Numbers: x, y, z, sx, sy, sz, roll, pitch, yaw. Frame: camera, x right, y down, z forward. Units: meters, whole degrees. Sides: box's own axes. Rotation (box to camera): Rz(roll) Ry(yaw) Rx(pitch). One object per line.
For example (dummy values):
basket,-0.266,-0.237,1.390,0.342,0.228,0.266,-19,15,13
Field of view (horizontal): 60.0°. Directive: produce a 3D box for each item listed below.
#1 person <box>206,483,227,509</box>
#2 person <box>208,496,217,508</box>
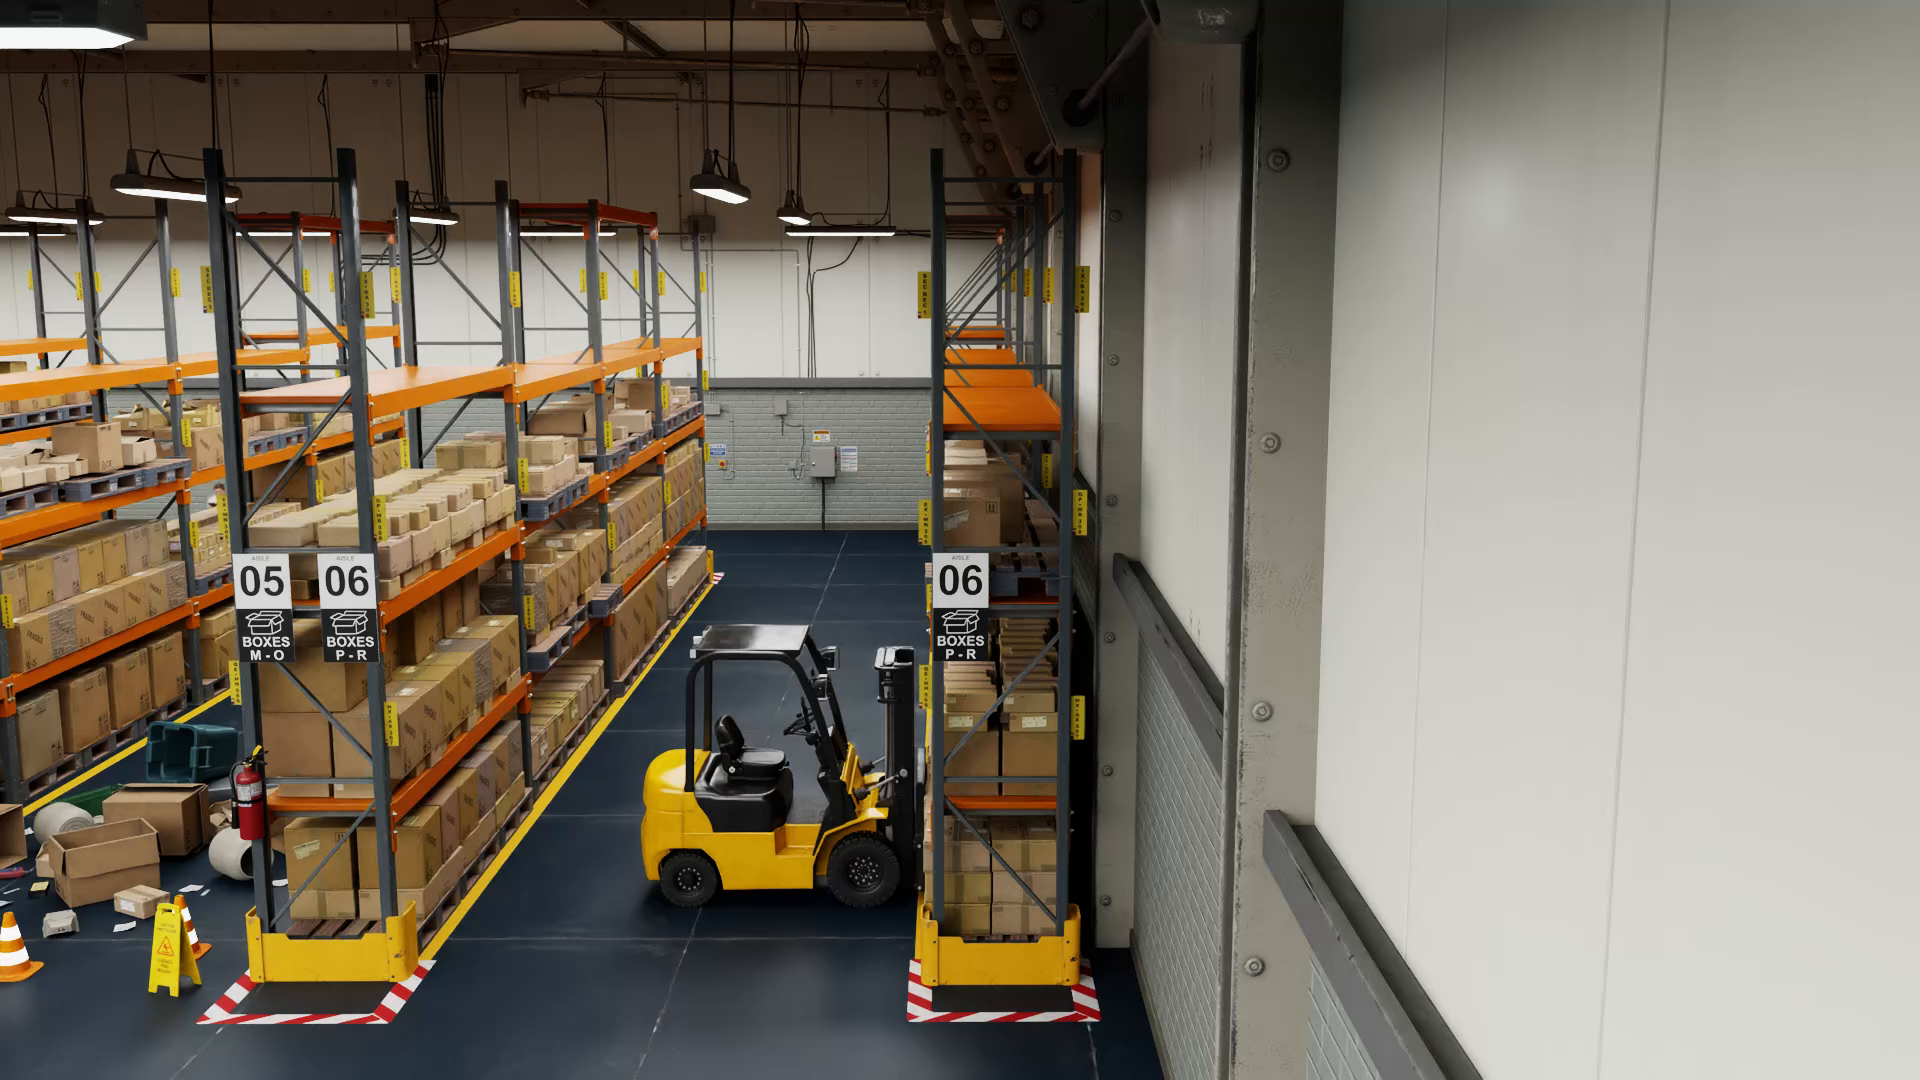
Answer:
person,-13.328,-0.346,30.174,0.618,1.443,0.885,-4,10,-24
person,-11.549,0.176,25.801,0.701,1.719,0.635,-1,9,-5
